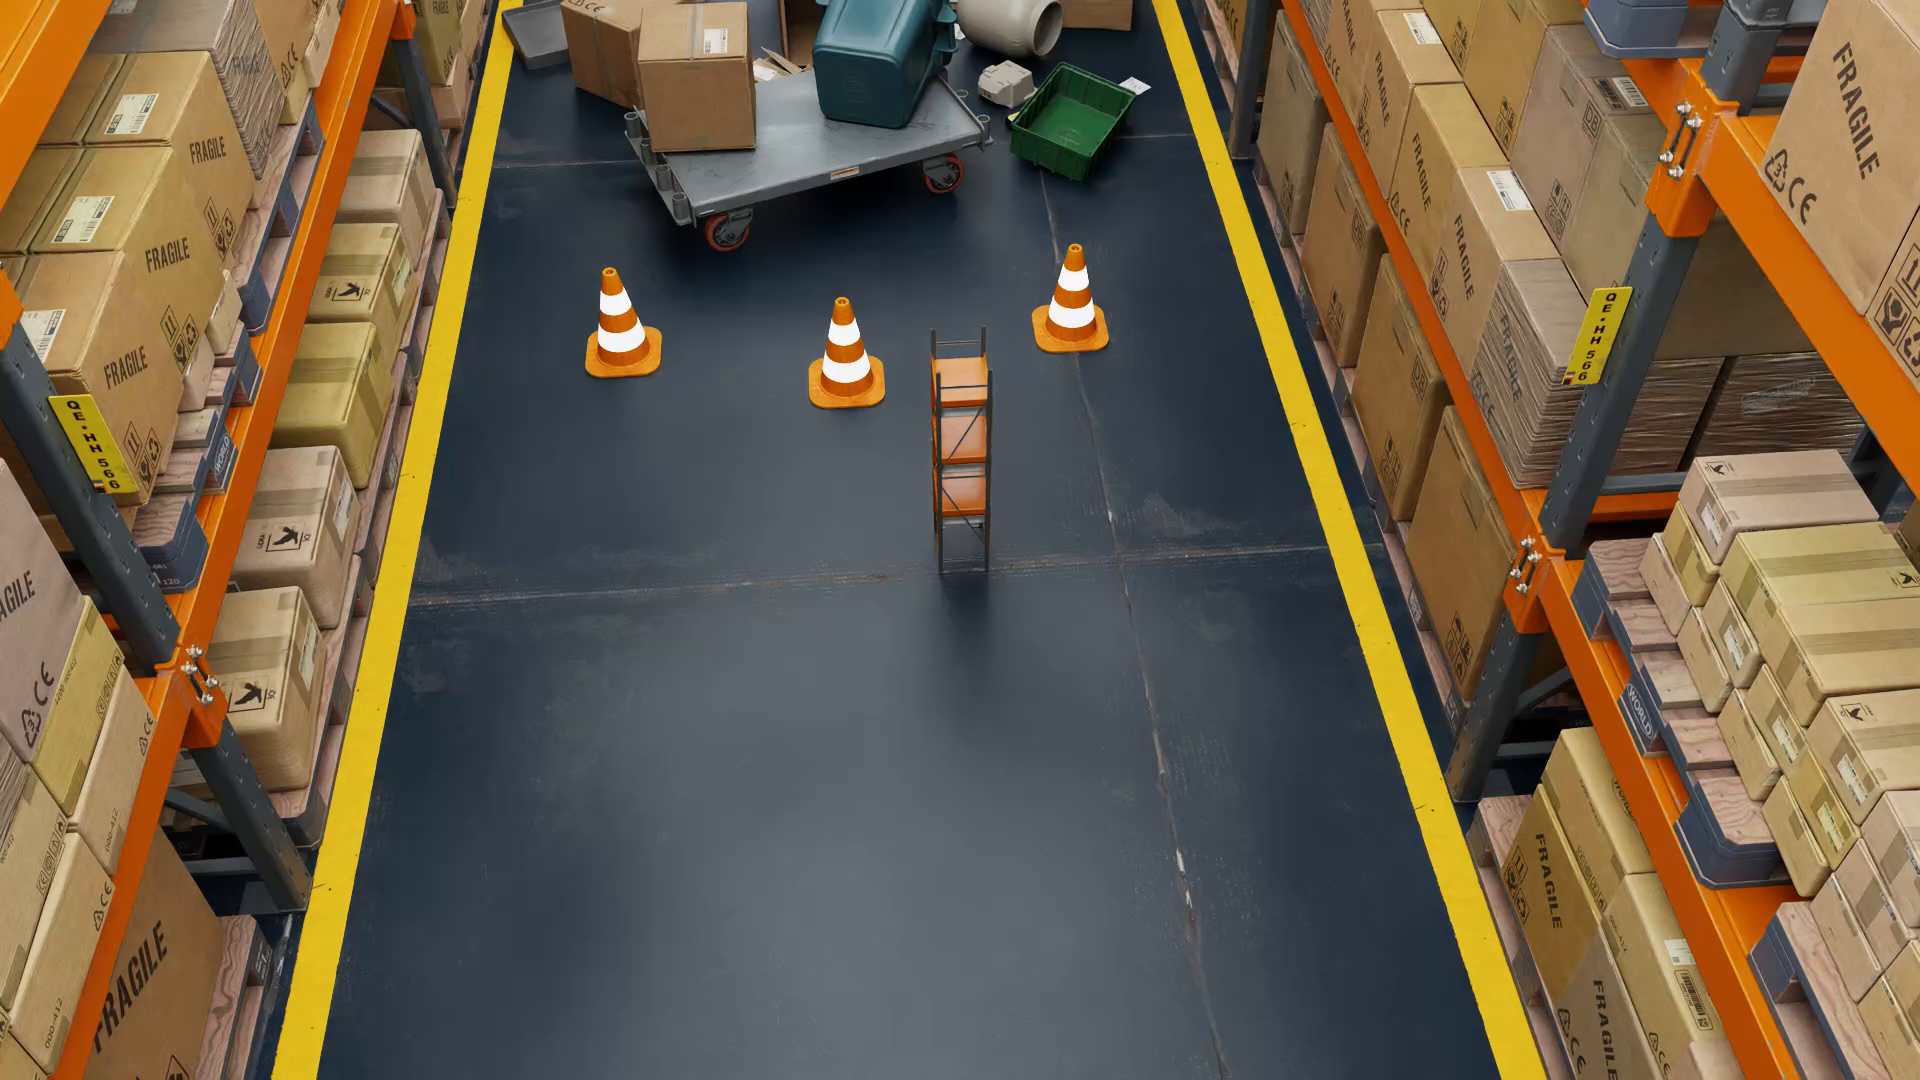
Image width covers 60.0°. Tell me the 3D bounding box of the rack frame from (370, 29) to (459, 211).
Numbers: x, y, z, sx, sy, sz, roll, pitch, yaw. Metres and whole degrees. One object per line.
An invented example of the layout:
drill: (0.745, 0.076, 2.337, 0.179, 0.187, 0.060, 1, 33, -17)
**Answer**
rack frame: (-3.025, -2.693, 7.235, 1.000, 3.000, 0.127, -3, 47, -3)

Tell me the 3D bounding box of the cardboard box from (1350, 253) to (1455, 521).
cardboard box: (2.197, -0.622, 6.534, 1.050, 0.750, 0.750, -3, 47, -3)

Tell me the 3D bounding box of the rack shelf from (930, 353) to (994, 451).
rack shelf: (0.004, -0.510, 6.134, 0.215, 0.259, 0.240, -3, 47, -3)

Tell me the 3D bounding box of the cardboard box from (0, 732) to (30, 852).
cardboard box: (-2.335, 0.552, 3.404, 0.500, 0.500, 0.500, -3, 47, -3)

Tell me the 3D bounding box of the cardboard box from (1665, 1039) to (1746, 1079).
cardboard box: (2.122, 1.523, 4.157, 0.500, 0.250, 0.500, -3, 47, -3)

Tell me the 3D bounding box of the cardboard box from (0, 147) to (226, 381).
cardboard box: (-2.548, -0.797, 4.875, 0.500, 0.500, 0.500, -1, 47, -1)

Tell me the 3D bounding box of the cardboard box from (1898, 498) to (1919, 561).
cardboard box: (2.730, -0.004, 4.366, 0.380, 0.149, 0.250, -3, 47, -2)

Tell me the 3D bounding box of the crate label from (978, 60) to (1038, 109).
crate label: (0.247, -2.469, 8.994, 0.298, 0.136, 0.250, -36, 56, -29)

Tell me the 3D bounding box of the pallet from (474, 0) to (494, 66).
pallet: (-3.221, -3.103, 9.543, 1.003, 0.211, 1.213, -3, 47, -3)

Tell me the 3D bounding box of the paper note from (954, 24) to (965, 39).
paper note: (-0.038, -2.915, 9.495, 0.172, 0.023, 0.155, 11, 48, 10)

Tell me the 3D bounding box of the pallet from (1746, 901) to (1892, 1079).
pallet: (2.441, 1.323, 3.564, 1.003, 0.211, 1.213, -3, 47, -3)

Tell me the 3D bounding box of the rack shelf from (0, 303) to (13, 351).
rack shelf: (-2.522, 0.864, 2.296, 1.077, 0.370, 4.000, -3, 47, -3)

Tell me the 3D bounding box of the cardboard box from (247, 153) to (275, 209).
cardboard box: (-2.619, -1.276, 5.776, 0.380, 0.149, 0.250, -2, 47, -2)

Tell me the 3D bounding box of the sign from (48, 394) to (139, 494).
sign: (-2.137, -0.233, 4.108, 0.100, 0.325, 0.005, -3, 47, -3)

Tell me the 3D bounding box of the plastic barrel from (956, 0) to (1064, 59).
plastic barrel: (0.276, -2.909, 9.213, 0.512, 0.421, 0.421, 27, 52, 23)

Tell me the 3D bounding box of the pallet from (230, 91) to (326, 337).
pallet: (-2.896, -1.163, 5.918, 1.003, 0.211, 1.213, -3, 47, -3)

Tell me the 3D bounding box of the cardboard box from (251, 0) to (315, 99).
cardboard box: (-2.677, -1.922, 5.941, 0.500, 0.500, 0.500, -2, 47, -2)

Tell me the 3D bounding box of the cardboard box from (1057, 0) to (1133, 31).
cardboard box: (0.747, -3.269, 9.500, 0.500, 0.500, 0.500, 4, 47, 4)

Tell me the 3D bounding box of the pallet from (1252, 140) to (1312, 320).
pallet: (2.039, -1.555, 8.077, 1.003, 0.211, 1.213, -3, 47, -3)

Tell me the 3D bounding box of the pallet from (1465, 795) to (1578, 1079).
pallet: (2.298, 1.351, 5.325, 1.003, 0.211, 1.213, -3, 47, -3)

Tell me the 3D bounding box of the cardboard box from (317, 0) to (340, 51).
cardboard box: (-2.645, -2.019, 6.480, 0.380, 0.149, 0.250, -4, 47, -4)

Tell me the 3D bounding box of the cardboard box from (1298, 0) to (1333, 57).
cardboard box: (1.718, -2.339, 6.831, 0.500, 0.500, 0.500, -3, 47, -3)

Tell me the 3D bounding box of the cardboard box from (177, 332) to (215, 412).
cardboard box: (-2.499, -0.511, 5.052, 0.380, 0.149, 0.250, -6, 47, -6)

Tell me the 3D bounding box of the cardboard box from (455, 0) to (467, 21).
cardboard box: (-2.862, -2.980, 8.594, 0.500, 0.500, 0.500, -2, 47, -2)

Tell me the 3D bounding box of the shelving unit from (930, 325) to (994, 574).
shelving unit: (0.004, -0.322, 6.332, 0.215, 1.050, 0.252, -3, 47, -3)

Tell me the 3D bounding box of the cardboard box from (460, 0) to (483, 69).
cardboard box: (-2.861, -2.721, 8.866, 0.500, 0.250, 0.500, -1, 47, -1)

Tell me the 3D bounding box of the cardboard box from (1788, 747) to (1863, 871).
cardboard box: (2.147, 0.600, 3.795, 0.380, 0.149, 0.250, -3, 47, -3)

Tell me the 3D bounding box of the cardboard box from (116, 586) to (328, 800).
cardboard box: (-2.727, 0.551, 5.683, 0.950, 0.372, 0.625, -6, 47, -6)

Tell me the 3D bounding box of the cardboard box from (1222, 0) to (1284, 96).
cardboard box: (1.917, -2.940, 8.643, 0.875, 0.875, 0.875, -3, 47, -3)

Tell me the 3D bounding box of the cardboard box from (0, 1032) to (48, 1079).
cardboard box: (-2.304, 1.336, 3.522, 0.500, 0.250, 0.500, -4, 47, -4)

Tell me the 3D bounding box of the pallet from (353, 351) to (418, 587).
pallet: (-2.853, -0.286, 6.876, 1.003, 0.211, 1.213, -3, 47, -3)

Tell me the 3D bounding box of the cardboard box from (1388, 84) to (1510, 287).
cardboard box: (1.847, -1.240, 5.789, 0.500, 0.500, 0.500, -4, 47, -4)

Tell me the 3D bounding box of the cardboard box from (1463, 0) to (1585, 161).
cardboard box: (2.118, -1.614, 5.455, 0.700, 0.500, 0.500, -4, 47, -4)

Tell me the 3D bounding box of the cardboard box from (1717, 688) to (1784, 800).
cardboard box: (2.116, 0.494, 4.100, 0.380, 0.149, 0.250, -1, 47, -1)

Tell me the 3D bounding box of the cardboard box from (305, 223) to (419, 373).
cardboard box: (-2.915, -1.035, 7.185, 0.950, 0.372, 0.625, -1, 47, -1)

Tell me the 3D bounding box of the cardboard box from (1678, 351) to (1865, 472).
cardboard box: (2.466, -0.549, 5.135, 0.500, 0.500, 0.500, -3, 47, -3)

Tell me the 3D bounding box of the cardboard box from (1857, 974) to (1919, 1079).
cardboard box: (2.184, 1.064, 3.560, 0.380, 0.149, 0.250, -3, 47, -3)

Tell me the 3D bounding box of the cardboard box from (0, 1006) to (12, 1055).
cardboard box: (-2.286, 1.155, 3.349, 0.500, 0.250, 0.500, -5, 47, -4)

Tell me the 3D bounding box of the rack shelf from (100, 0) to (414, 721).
rack shelf: (-2.857, -0.999, 6.125, 1.077, 0.370, 4.000, -3, 47, -3)

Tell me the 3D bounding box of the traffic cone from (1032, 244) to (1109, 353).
traffic cone: (0.507, -1.133, 7.504, 0.336, 0.463, 0.334, -3, 47, -3)

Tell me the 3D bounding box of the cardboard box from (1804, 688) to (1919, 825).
cardboard box: (2.143, 0.474, 3.709, 0.380, 0.149, 0.250, -5, 47, -5)

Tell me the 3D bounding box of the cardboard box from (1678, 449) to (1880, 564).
cardboard box: (2.080, -0.086, 4.240, 0.380, 0.149, 0.250, -3, 47, -3)

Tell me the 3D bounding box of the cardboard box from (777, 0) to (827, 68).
cardboard box: (-0.603, -2.982, 9.135, 0.797, 0.637, 0.503, -3, 47, -3)

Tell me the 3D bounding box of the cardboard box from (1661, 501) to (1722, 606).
cardboard box: (2.075, 0.028, 4.336, 0.380, 0.149, 0.250, -2, 47, -2)

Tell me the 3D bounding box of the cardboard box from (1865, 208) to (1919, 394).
cardboard box: (2.066, -0.448, 2.974, 0.500, 0.500, 0.500, -3, 47, -3)

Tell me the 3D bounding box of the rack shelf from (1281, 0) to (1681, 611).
rack shelf: (2.067, -1.373, 6.480, 1.077, 0.370, 4.000, -3, 47, -3)

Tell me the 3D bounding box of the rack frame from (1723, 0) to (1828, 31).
rack frame: (2.234, -2.236, 2.670, 1.000, 3.000, 0.127, -3, 47, -3)
